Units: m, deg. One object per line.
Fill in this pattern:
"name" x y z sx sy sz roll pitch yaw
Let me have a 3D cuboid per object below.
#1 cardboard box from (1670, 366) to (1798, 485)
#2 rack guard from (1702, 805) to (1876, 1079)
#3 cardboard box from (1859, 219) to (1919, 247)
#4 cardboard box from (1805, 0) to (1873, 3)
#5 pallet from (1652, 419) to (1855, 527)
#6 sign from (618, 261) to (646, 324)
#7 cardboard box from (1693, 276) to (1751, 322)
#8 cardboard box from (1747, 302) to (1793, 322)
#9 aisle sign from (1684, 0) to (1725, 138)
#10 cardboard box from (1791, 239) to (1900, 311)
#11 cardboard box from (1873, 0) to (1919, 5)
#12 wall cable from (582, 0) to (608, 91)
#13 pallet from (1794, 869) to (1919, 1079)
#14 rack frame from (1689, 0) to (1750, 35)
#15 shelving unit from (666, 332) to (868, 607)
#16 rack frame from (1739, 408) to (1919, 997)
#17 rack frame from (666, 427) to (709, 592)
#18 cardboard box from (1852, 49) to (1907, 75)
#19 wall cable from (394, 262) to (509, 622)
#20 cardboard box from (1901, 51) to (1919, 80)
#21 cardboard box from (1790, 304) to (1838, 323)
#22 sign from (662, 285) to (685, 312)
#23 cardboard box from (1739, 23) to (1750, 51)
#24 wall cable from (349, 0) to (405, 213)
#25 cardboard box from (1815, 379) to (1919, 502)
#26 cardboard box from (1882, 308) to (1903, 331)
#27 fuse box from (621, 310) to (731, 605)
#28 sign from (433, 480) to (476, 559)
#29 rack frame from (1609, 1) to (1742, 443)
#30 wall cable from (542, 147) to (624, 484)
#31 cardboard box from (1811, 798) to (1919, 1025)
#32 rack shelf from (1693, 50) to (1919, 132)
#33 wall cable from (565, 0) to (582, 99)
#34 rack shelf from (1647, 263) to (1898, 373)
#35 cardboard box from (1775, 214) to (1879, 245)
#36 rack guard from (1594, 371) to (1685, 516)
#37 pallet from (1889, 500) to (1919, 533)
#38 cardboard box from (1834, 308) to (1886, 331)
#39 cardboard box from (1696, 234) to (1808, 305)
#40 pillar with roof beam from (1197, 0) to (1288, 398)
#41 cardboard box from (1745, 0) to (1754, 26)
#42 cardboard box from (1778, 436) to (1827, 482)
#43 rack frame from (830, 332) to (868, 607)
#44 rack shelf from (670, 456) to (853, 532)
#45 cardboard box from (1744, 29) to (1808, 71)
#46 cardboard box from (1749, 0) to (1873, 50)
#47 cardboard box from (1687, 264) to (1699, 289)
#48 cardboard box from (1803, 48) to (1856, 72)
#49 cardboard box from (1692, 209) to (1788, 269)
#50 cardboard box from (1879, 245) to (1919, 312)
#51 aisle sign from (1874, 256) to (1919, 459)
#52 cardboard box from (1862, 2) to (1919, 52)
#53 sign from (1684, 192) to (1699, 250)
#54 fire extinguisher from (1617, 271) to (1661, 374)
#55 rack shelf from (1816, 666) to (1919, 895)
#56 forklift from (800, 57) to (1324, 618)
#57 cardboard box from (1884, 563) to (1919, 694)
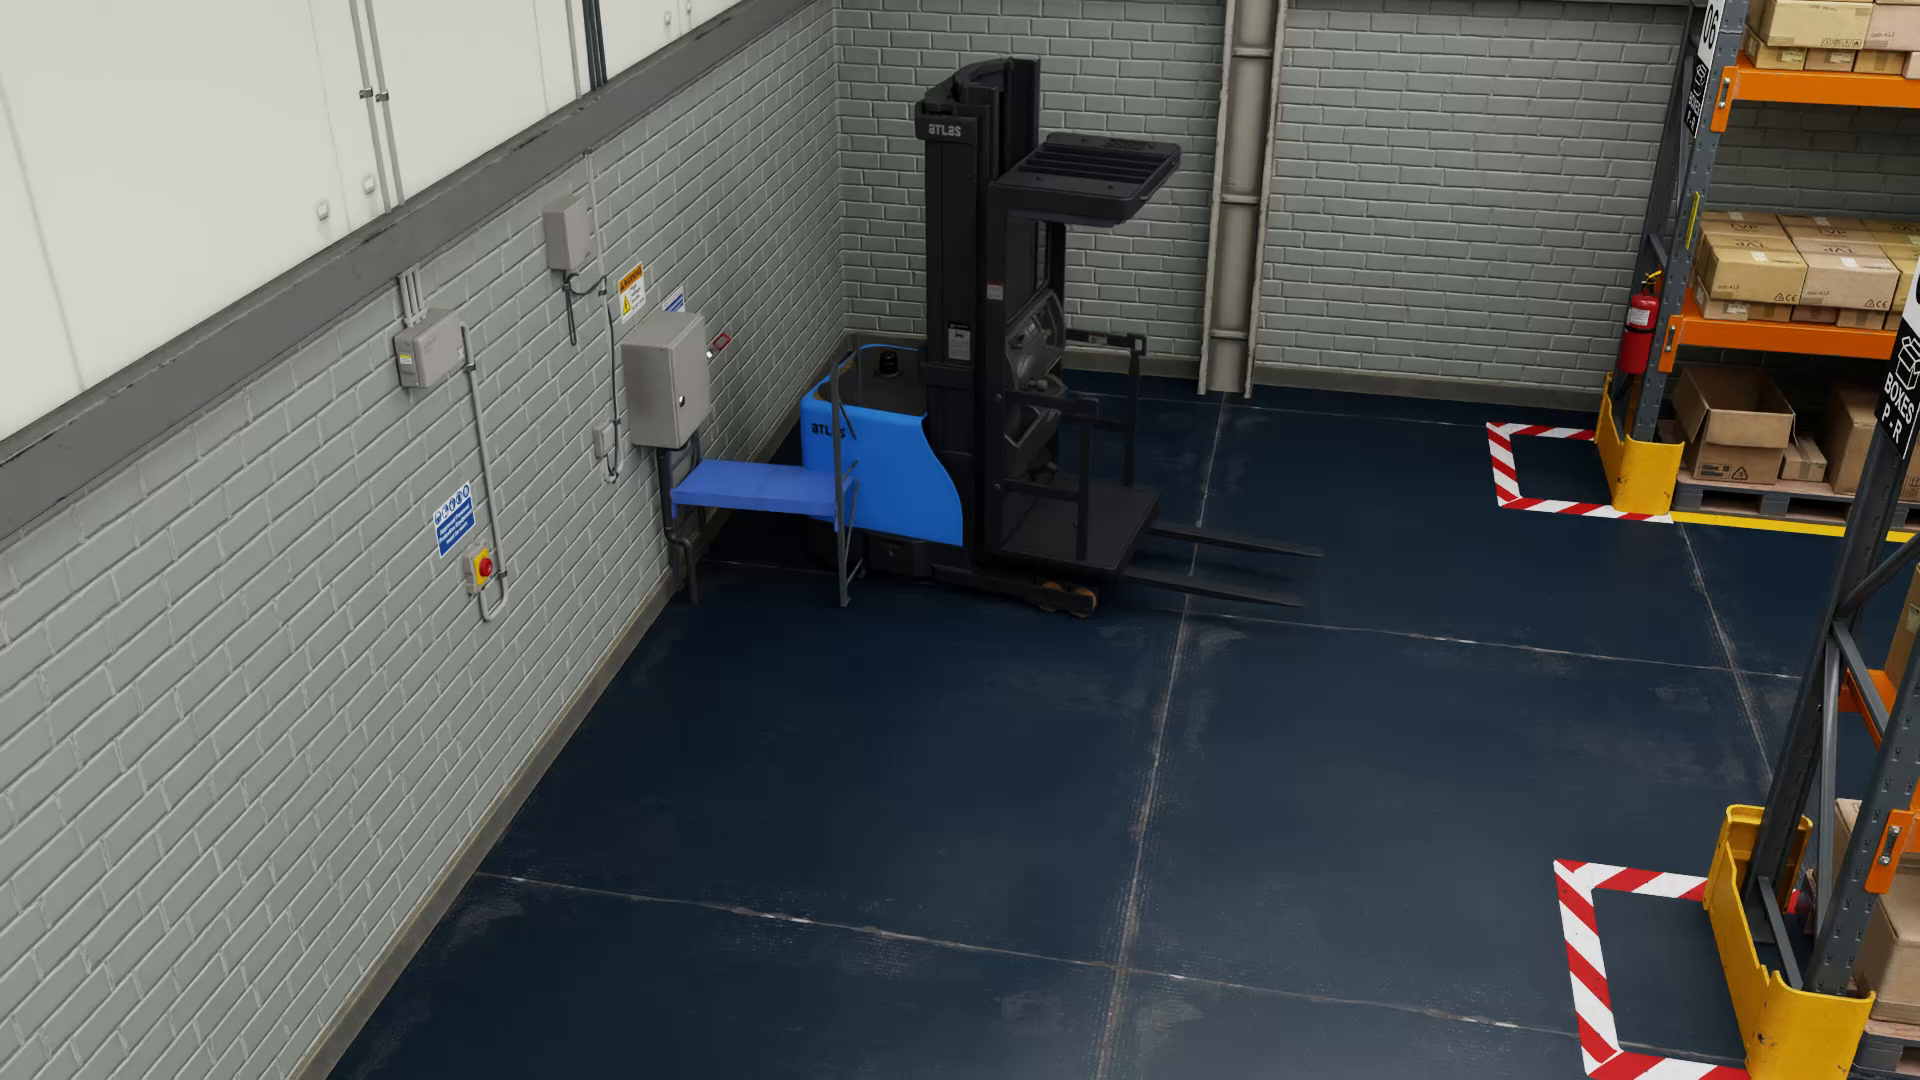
"cardboard box" 5.021 -0.748 10.817 0.637 0.503 0.797 5 29 9
"rack guard" 3.387 1.661 6.858 0.348 0.500 1.175 6 29 11
"cardboard box" 5.936 -1.804 10.430 0.500 0.250 0.500 7 29 12
"cardboard box" 4.825 -3.202 9.340 0.500 0.250 0.500 6 29 10
"pallet" 5.297 -0.454 11.023 1.213 0.211 1.003 6 29 11
"sign" -1.742 -1.317 8.834 0.001 0.242 0.339 6 29 11
"cardboard box" 4.707 -1.493 10.277 0.250 0.149 0.380 6 29 10
"cardboard box" 4.966 -1.489 10.270 0.250 0.149 0.380 7 29 12
"aisle sign" 4.315 -2.774 9.648 0.004 0.787 0.394 6 29 11
"cardboard box" 5.324 -1.607 10.070 0.500 0.250 0.500 6 29 11
"cardboard box" 5.318 -3.142 9.230 0.500 0.250 0.500 6 29 10
"wall cable" -1.433 -4.177 8.631 0.133 3.039 2.988 6 29 11
"pallet" 4.208 1.833 6.844 1.213 0.211 1.003 6 29 11
"rack frame" 4.443 -4.396 9.071 0.127 3.000 1.000 6 29 11
"shelving unit" -1.129 -0.437 9.645 1.048 1.500 0.538 5 25 11
"rack frame" 3.410 0.567 6.253 0.127 3.000 1.000 6 29 11
"rack frame" -1.626 -0.479 9.745 0.032 1.500 0.500 5 25 11
"cardboard box" 5.215 -2.781 9.507 0.250 0.149 0.380 6 29 11
"wall cable" -2.109 -0.447 7.015 0.123 1.953 0.585 6 29 11
"cardboard box" 5.438 -2.708 9.373 0.250 0.149 0.380 6 29 12
"cardboard box" 5.230 -1.479 10.252 0.250 0.149 0.380 5 29 10
"sign" -1.627 -1.171 9.526 0.001 0.494 0.329 6 29 11
"cardboard box" 4.804 -3.047 9.992 0.250 0.149 0.380 7 29 12
"wall cable" -2.211 -2.503 5.613 0.029 3.000 0.463 6 29 11
"cardboard box" 5.849 -0.643 10.628 0.500 0.500 0.700 7 29 13
"cardboard box" 5.725 -1.401 10.109 0.250 0.149 0.380 6 29 11
"fuse box" -1.528 -0.395 9.351 0.414 1.711 0.539 6 29 11
"sign" -2.179 -0.090 7.171 0.001 0.218 0.327 6 29 11
"rack frame" 4.443 -1.765 10.512 0.127 3.000 1.000 6 29 11
"wall cable" -1.824 -1.101 8.241 0.122 1.984 0.588 6 29 11
"cardboard box" 4.077 1.525 6.733 0.875 0.438 0.875 5 29 9
"rack shelf" 6.399 -2.564 9.598 4.000 0.370 1.077 6 29 11
"wall cable" -2.052 -2.856 6.258 0.029 3.000 2.355 6 29 11
"rack shelf" 6.399 -1.249 10.318 4.000 0.370 1.077 6 29 11
"cardboard box" 5.452 -1.856 10.525 0.500 0.250 0.500 6 29 11
"rack guard" 4.517 -0.661 11.098 0.348 0.500 1.175 6 29 11
"pallet" 6.487 -0.331 10.797 1.213 0.211 1.003 6 29 11
"cardboard box" 5.464 -1.425 10.153 0.250 0.149 0.380 7 29 12
"cardboard box" 4.831 -1.657 10.162 0.500 0.250 0.500 6 29 11
"pillar with roof beam" 1.095 -3.068 6.646 0.400 9.000 9.100 6 29 11
"cardboard box" 4.935 -3.228 9.908 0.500 0.250 0.500 5 29 10
"cardboard box" 5.429 -0.532 10.791 0.250 0.149 0.380 5 29 9
"rack frame" -0.632 -0.396 9.545 0.032 1.500 0.500 5 25 11
"rack shelf" -1.128 -0.274 9.720 1.000 0.185 0.538 5 25 11
"cardboard box" 4.706 -2.829 9.594 0.250 0.149 0.380 6 29 12
"cardboard box" 4.820 -2.972 9.441 0.500 0.250 0.500 6 29 10
"cardboard box" 4.823 -1.747 10.742 0.250 0.149 0.380 6 29 10
"cardboard box" 4.968 -2.815 9.569 0.250 0.149 0.380 6 29 11
"cardboard box" 4.948 -1.908 10.620 0.500 0.250 0.500 7 29 12
"cardboard box" 5.820 -1.558 9.980 0.500 0.250 0.500 5 29 10
"aisle sign" 3.405 -0.726 5.908 0.004 0.787 0.394 6 29 11
"cardboard box" 5.321 -2.931 9.365 0.500 0.250 0.500 6 29 12
"sign" 4.330 -1.890 9.839 0.005 0.325 0.100 6 29 11
"fire extinguisher" 4.203 -1.365 10.251 0.183 0.674 0.296 6 29 11
"rack shelf" 5.366 1.083 6.060 4.000 0.370 1.077 6 29 11
"forklift" 0.618 -1.128 9.420 3.031 2.935 1.130 10 30 18
"cardboard box" 3.937 0.447 6.368 0.500 0.500 0.500 6 29 11
